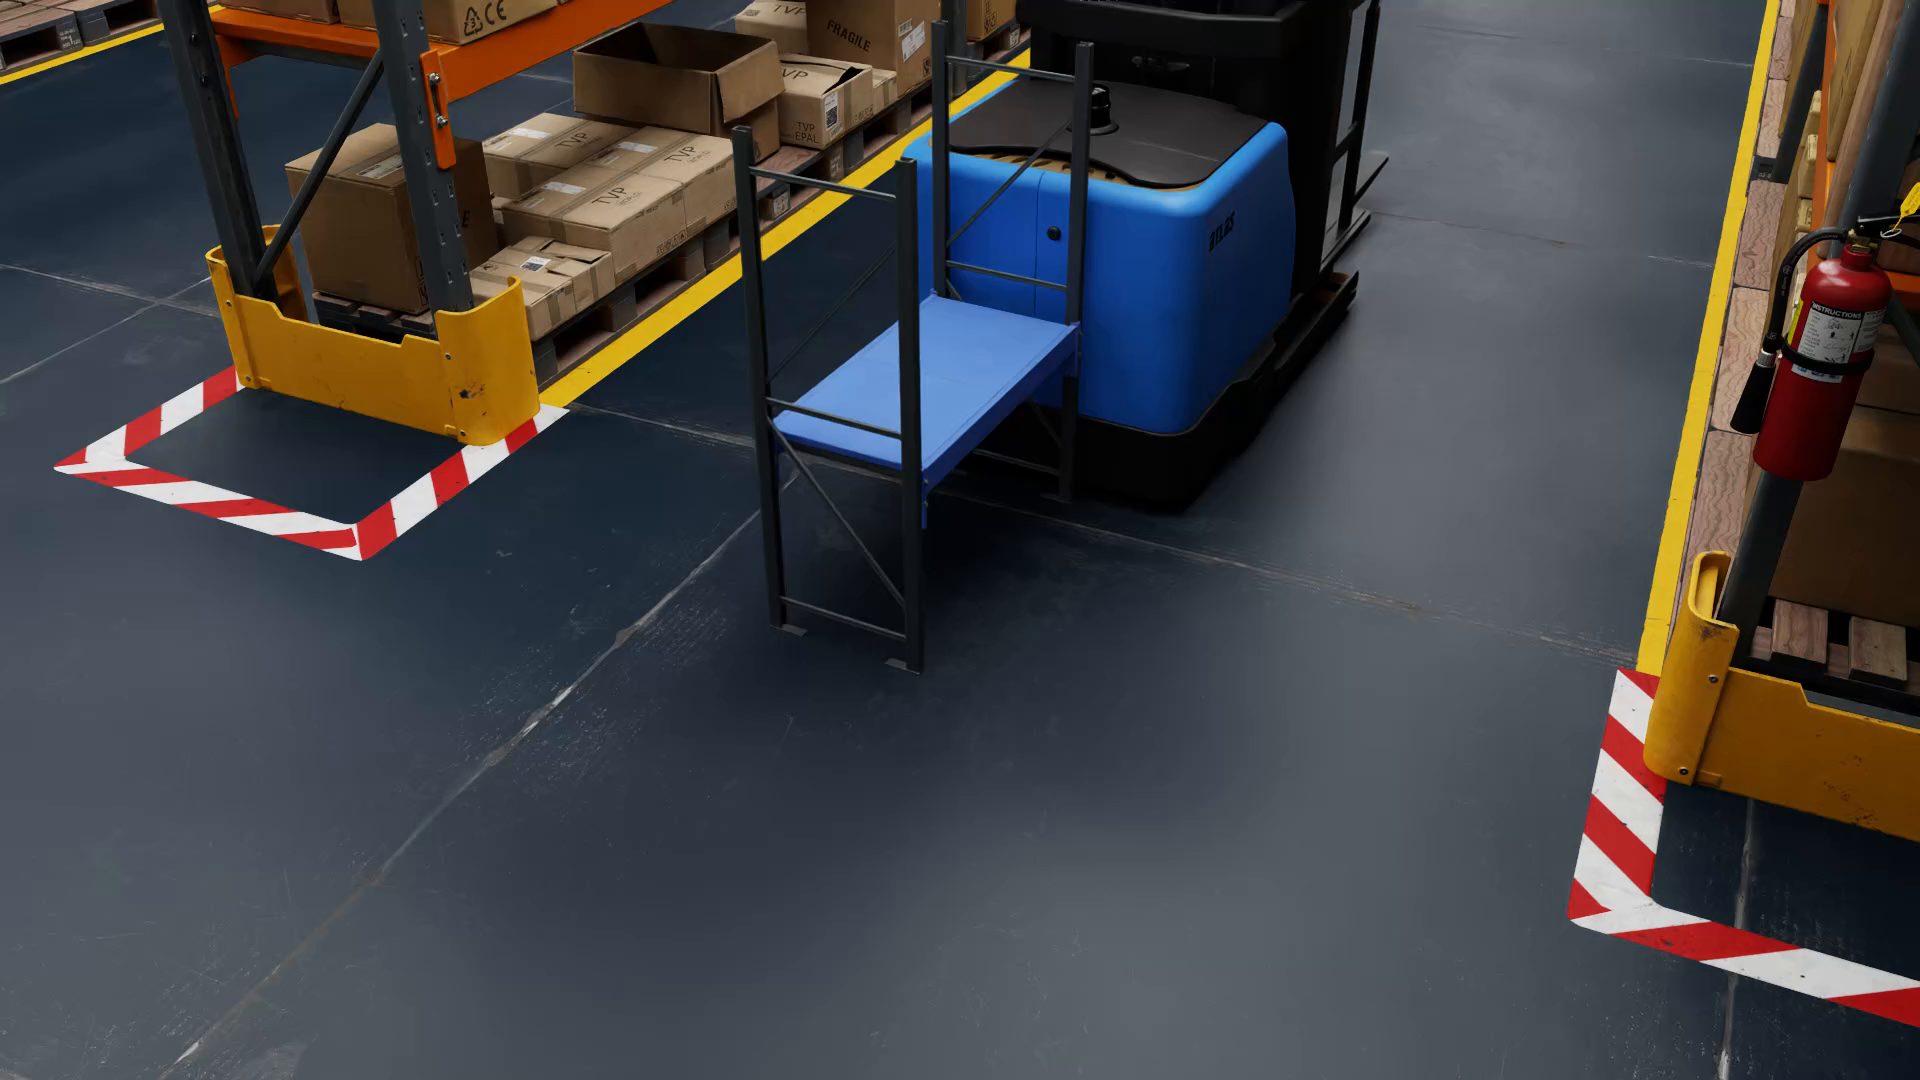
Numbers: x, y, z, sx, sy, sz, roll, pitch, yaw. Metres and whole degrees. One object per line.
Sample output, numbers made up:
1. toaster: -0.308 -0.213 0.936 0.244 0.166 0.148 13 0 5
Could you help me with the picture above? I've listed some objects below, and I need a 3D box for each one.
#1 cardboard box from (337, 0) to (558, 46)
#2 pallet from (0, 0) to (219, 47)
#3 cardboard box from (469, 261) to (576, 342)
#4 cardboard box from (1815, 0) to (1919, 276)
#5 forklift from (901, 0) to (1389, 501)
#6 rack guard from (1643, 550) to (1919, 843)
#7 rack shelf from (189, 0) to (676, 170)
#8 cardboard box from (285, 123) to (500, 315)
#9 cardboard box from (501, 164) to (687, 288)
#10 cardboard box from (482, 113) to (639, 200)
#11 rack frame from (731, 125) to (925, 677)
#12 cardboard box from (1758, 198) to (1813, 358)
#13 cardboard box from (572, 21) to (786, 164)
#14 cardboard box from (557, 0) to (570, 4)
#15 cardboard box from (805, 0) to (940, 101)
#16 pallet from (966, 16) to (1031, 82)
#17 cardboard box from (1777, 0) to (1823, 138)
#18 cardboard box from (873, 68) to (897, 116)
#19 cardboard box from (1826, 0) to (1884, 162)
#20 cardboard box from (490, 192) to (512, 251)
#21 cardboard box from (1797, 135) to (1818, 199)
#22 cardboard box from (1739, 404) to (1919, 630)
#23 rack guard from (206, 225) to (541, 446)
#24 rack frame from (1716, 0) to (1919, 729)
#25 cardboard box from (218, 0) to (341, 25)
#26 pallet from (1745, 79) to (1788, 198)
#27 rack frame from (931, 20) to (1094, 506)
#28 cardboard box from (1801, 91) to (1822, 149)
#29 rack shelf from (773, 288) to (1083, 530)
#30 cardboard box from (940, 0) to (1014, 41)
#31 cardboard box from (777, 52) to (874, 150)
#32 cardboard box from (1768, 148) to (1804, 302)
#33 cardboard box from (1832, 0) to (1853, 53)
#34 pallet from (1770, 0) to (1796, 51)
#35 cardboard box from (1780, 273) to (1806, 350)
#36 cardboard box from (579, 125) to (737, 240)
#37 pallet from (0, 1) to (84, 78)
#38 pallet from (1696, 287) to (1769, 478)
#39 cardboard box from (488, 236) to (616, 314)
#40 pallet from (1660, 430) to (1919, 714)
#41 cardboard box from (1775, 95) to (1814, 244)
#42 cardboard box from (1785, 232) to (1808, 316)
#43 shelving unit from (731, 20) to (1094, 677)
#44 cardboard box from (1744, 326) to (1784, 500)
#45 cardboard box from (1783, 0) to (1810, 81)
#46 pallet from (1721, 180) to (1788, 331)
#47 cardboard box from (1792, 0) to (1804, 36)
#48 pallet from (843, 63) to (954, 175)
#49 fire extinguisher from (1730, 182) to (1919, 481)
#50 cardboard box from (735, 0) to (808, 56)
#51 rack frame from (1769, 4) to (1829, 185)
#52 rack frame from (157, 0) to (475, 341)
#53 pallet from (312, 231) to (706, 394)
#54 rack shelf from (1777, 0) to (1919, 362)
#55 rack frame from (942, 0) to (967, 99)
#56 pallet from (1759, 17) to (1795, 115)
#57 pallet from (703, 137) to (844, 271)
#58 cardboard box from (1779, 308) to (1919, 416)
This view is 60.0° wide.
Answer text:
1. cardboard box: -1.692 -1.950 5.397 0.500 0.500 0.500 15 36 21
2. pallet: -5.213 -3.337 10.147 1.003 0.211 1.213 14 36 20
3. cardboard box: -1.630 -0.869 6.039 0.380 0.149 0.250 14 36 20
4. cardboard box: 2.588 -0.995 3.758 0.980 0.700 0.700 16 36 23
5. forklift: 0.931 -2.138 5.837 1.130 2.935 3.031 16 37 23
6. rack guard: 2.374 0.444 4.117 1.175 0.500 0.348 14 36 20
7. rack shelf: -1.280 -2.443 6.896 1.077 0.370 4.000 14 36 20
8. cardboard box: -2.113 -1.214 6.244 0.500 0.500 0.500 14 36 20
9. cardboard box: -1.423 -1.237 6.507 0.500 0.250 0.500 14 36 20
10. cardboard box: -1.689 -1.576 7.024 0.500 0.250 0.500 14 36 20
11. rack frame: -0.328 -0.315 4.362 0.500 1.500 0.032 16 37 23
12. cardboard box: 3.221 -0.882 5.757 0.700 0.500 0.500 15 36 22
13. cardboard box: -1.225 -1.943 7.353 0.797 0.503 0.637 14 36 20
14. cardboard box: -1.481 -2.208 5.791 0.500 0.500 0.500 14 36 20
15. cardboard box: -0.424 -2.530 8.251 0.500 0.500 0.500 14 36 20
16. pallet: -0.138 -2.988 9.614 1.003 0.211 1.213 14 36 20
17. cardboard box: 4.211 -2.236 7.501 0.750 0.750 0.750 15 36 21
18. cardboard box: -0.527 -2.182 8.042 0.380 0.149 0.250 14 36 20
19. cardboard box: 2.882 -1.360 4.315 0.980 0.700 0.700 14 36 20
20. cardboard box: -1.862 -1.255 6.612 0.380 0.166 0.250 14 36 20
21. cardboard box: 3.124 -1.269 5.755 0.380 0.149 0.250 13 35 19
22. cardboard box: 2.586 -0.115 4.587 0.700 0.500 0.500 14 36 20
23. rack guard: -2.085 -0.740 5.923 1.175 0.500 0.348 14 36 20
24. rack frame: 2.384 -0.613 3.450 1.000 3.000 0.127 14 36 20
25. cardboard box: -2.177 -2.075 5.588 0.500 0.500 0.500 15 36 22
26. pallet: 4.312 -1.841 7.865 1.003 0.211 1.213 14 36 20
27. rack frame: 0.144 -0.808 5.115 0.500 1.500 0.032 16 37 23
28. cardboard box: 3.342 -1.529 6.152 0.380 0.149 0.250 15 36 22
29. rack shelf: -0.092 -0.411 4.837 0.538 0.185 1.000 16 37 23
30. cardboard box: -0.020 -3.064 9.065 0.500 0.500 0.500 13 35 18
31. cardboard box: -0.738 -2.077 7.733 0.500 0.311 0.500 14 36 20
32. cardboard box: 3.438 -1.137 6.146 0.700 0.500 0.500 14 36 20
33. cardboard box: 3.210 -1.738 4.891 0.980 0.700 0.700 12 35 18
34. pallet: 5.333 -3.056 9.718 1.003 0.211 1.213 14 36 20
35. cardboard box: 2.580 -0.620 4.765 0.380 0.149 0.250 15 36 22
36. cardboard box: -1.214 -1.486 6.887 0.500 0.250 0.500 14 36 20
37. pallet: -5.722 -2.727 9.217 1.003 0.211 1.213 14 36 20
38. pallet: 3.159 -0.469 5.772 1.003 0.211 1.213 14 36 20
39. cardboard box: -1.525 -1.001 6.224 0.380 0.166 0.250 14 36 20
40. pallet: 2.647 0.137 4.849 1.003 0.211 1.213 14 36 20
41. cardboard box: 3.651 -1.387 6.526 0.700 0.500 0.500 15 36 21
42. cardboard box: 3.005 -0.615 5.349 0.700 0.500 0.500 13 35 19
43. shelving unit: -0.092 -0.562 4.739 0.538 1.500 1.048 16 37 23
44. cardboard box: 2.795 -0.364 4.967 0.700 0.500 0.500 14 36 20
45. cardboard box: 4.580 -2.679 8.178 0.750 0.750 0.750 15 36 22
46. pallet: 3.668 -1.079 6.702 1.003 0.211 1.213 14 36 20
47. cardboard box: 4.932 -3.103 8.825 0.750 0.750 0.750 14 36 20
48. pallet: -0.732 -2.232 8.462 1.003 0.211 1.213 14 36 20
49. fire extinguisher: 1.902 -0.456 3.620 0.296 0.674 0.183 14 36 20
50. cardboard box: -0.816 -2.640 8.592 0.500 0.311 0.500 14 36 20
51. rack frame: 4.057 -2.605 6.488 1.000 3.000 0.127 14 36 20
52. rack frame: -2.117 -1.748 5.180 1.000 3.000 0.127 14 36 20
53. pallet: -1.753 -1.017 6.608 1.003 0.211 1.213 14 36 20
54. rack shelf: 3.221 -1.309 5.166 1.077 0.370 4.000 14 36 20
55. rack frame: -0.444 -3.740 8.218 1.000 3.000 0.127 14 36 20
56. pallet: 4.821 -2.451 8.795 1.003 0.211 1.213 14 36 20
57. pallet: -1.241 -1.622 7.532 1.003 0.211 1.213 14 36 20
58. cardboard box: 2.474 -0.492 4.570 0.380 0.149 0.250 14 36 20
